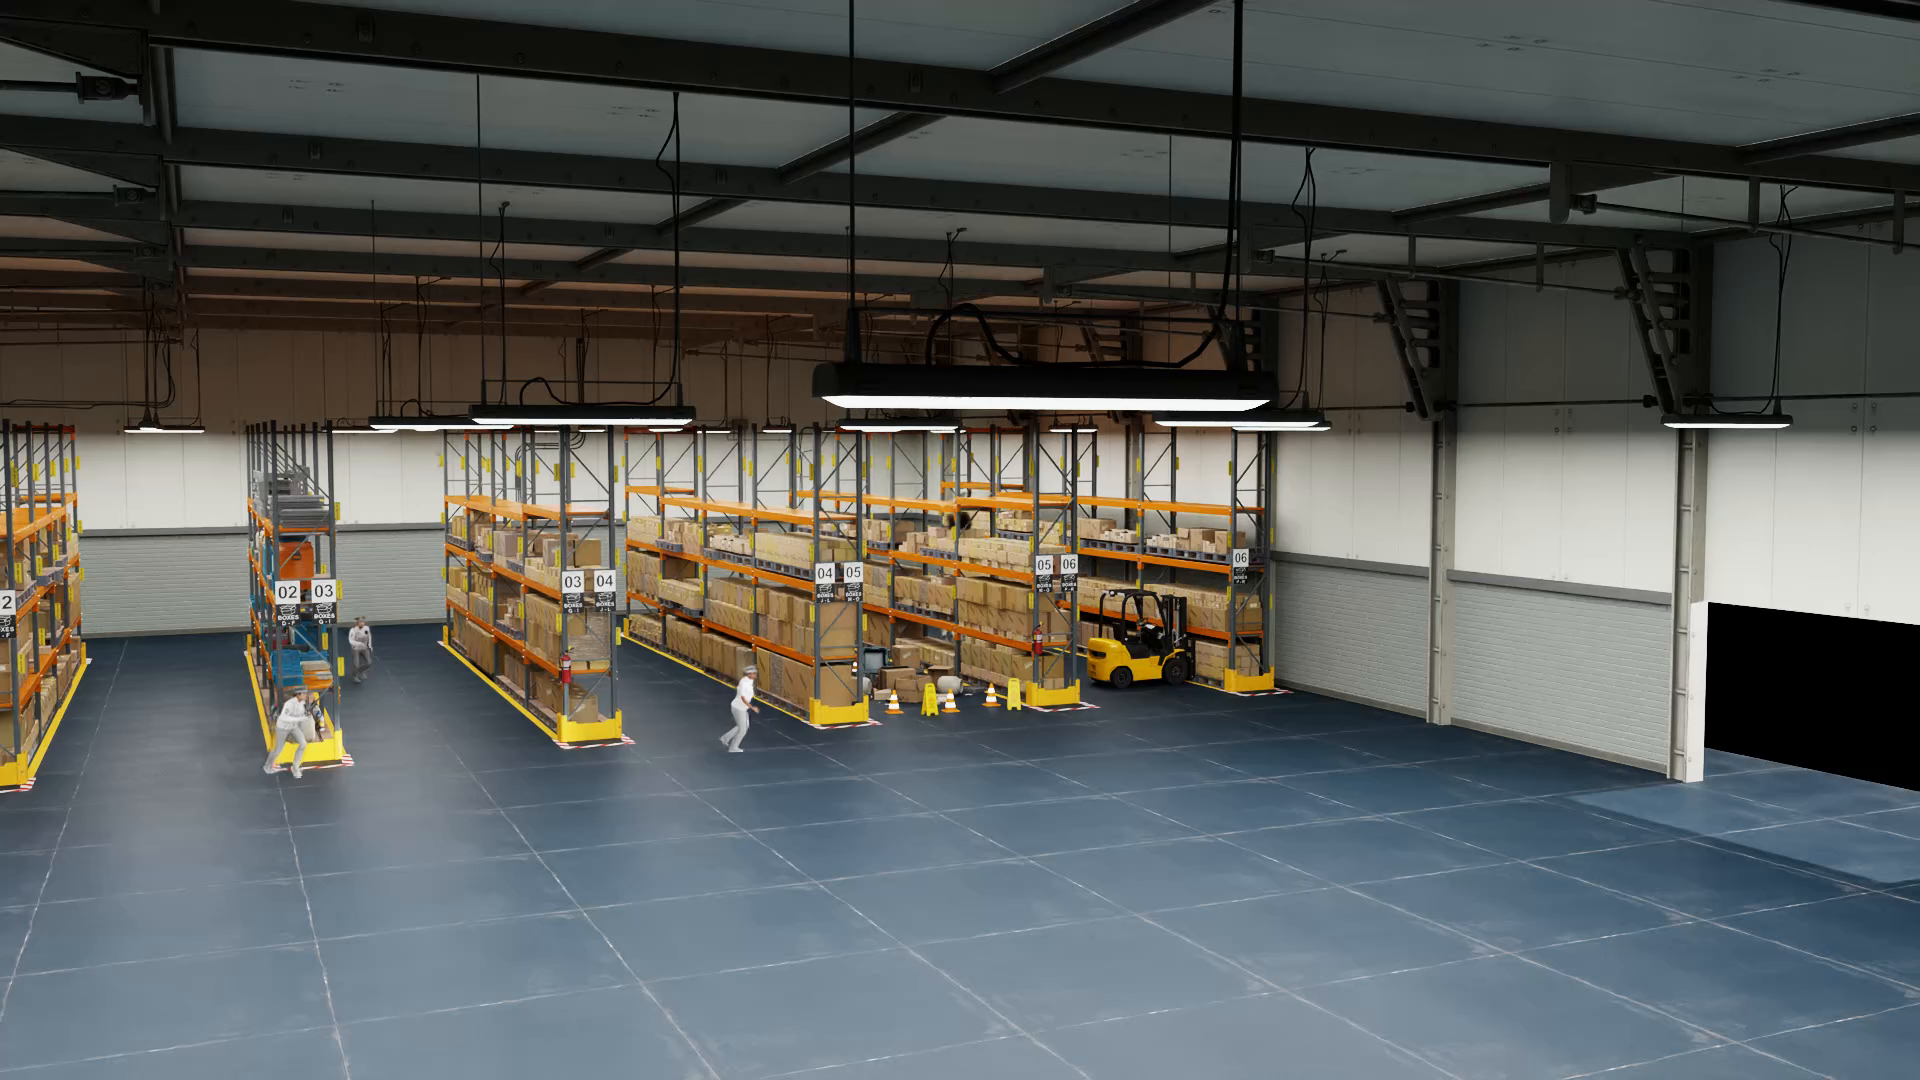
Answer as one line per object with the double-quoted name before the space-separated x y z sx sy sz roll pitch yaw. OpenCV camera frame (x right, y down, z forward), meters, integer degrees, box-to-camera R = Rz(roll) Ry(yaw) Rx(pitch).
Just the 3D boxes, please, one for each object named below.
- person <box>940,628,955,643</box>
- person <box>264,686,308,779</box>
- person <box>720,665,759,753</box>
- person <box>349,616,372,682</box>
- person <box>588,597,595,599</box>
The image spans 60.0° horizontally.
"person" -0.280 2.012 45.147 0.622 1.754 0.864 -3 4 -35
"person" -11.275 3.219 27.883 0.952 1.607 0.638 1 4 20
"person" -3.976 3.046 30.043 0.715 1.596 0.555 0 4 -2
"person" -13.893 2.532 38.557 0.608 1.572 0.738 -3 5 -43
"person" -10.696 1.898 47.480 0.644 1.710 0.686 0 4 -6
